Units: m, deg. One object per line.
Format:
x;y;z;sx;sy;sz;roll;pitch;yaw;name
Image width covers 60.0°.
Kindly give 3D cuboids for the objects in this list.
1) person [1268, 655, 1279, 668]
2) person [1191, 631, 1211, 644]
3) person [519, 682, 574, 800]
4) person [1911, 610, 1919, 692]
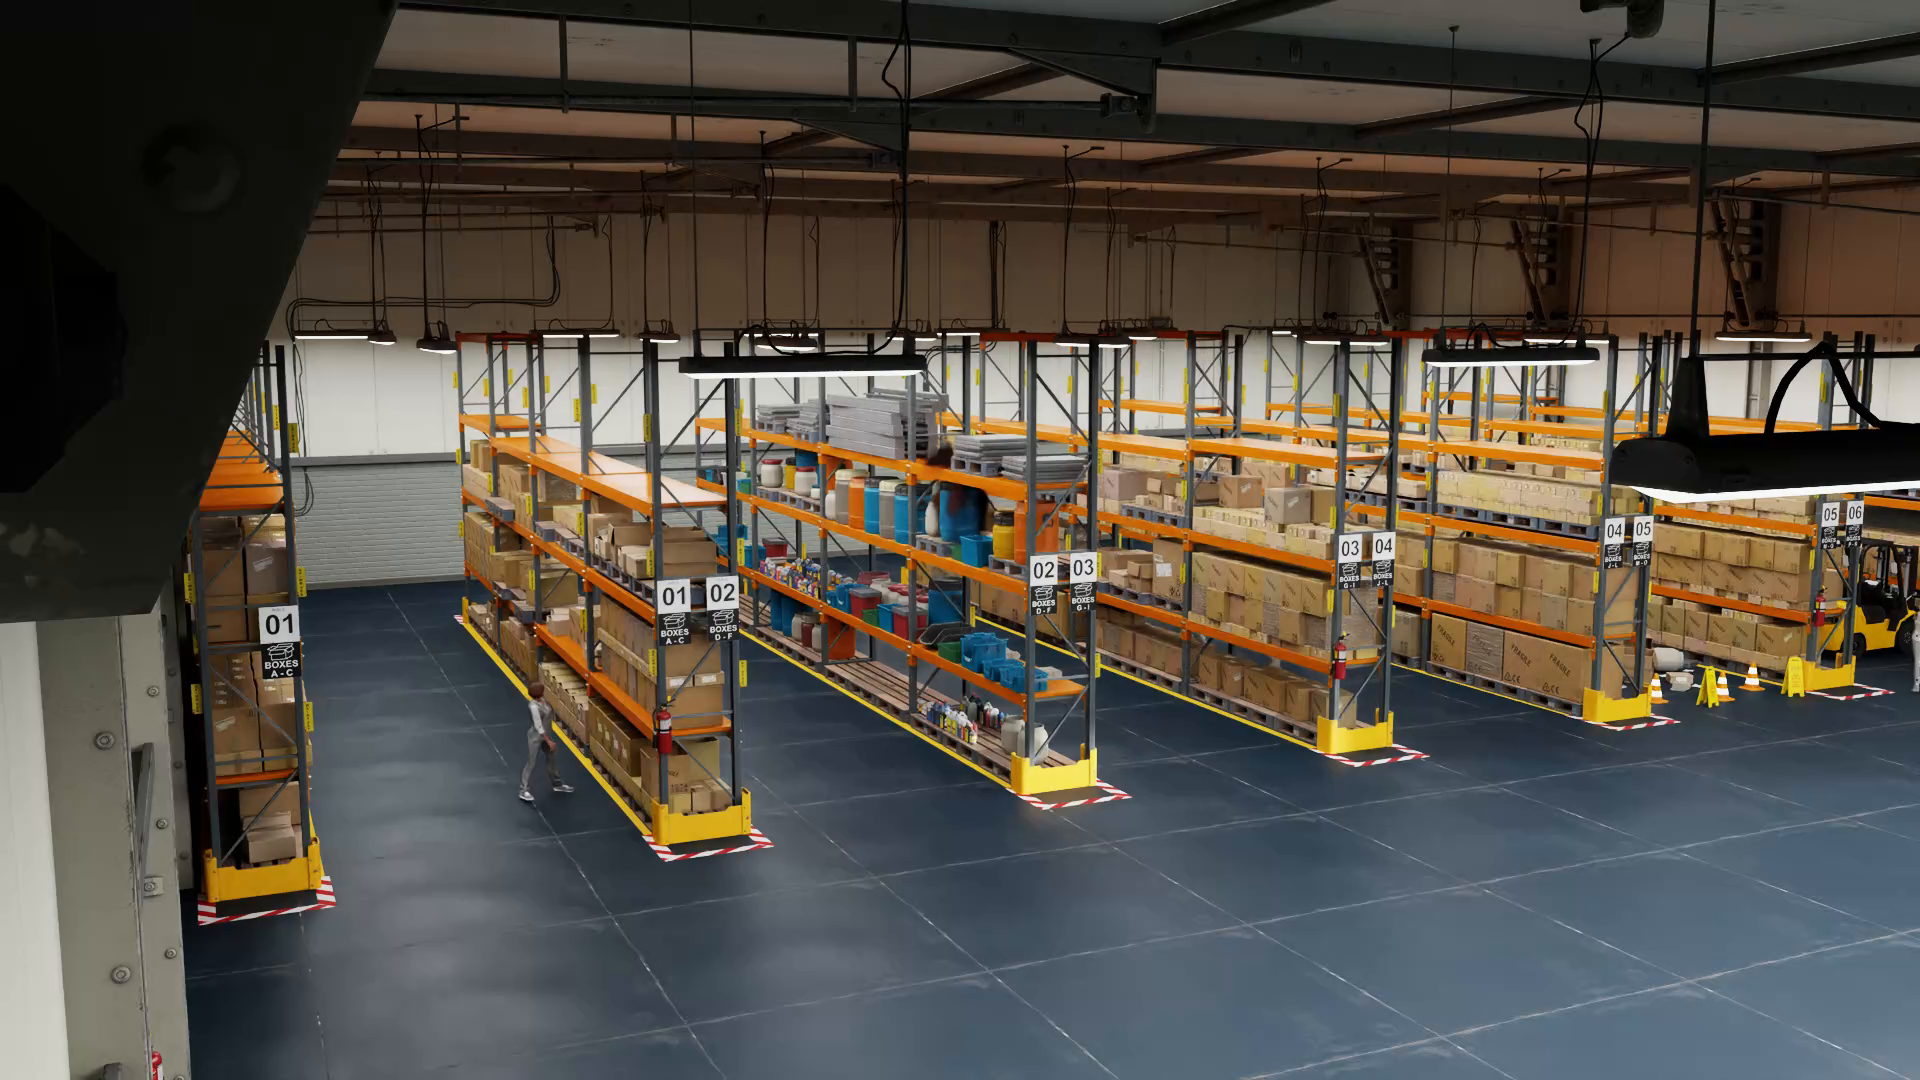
5.458;1.535;29.310;0.529;1.715;0.547;-4;9;-26;person
4.606;1.200;32.172;0.408;1.621;1.064;-4;9;-28;person
-5.497;2.615;21.922;0.598;1.584;0.604;1;8;9;person
16.367;1.715;28.157;0.444;1.653;0.809;5;9;31;person
